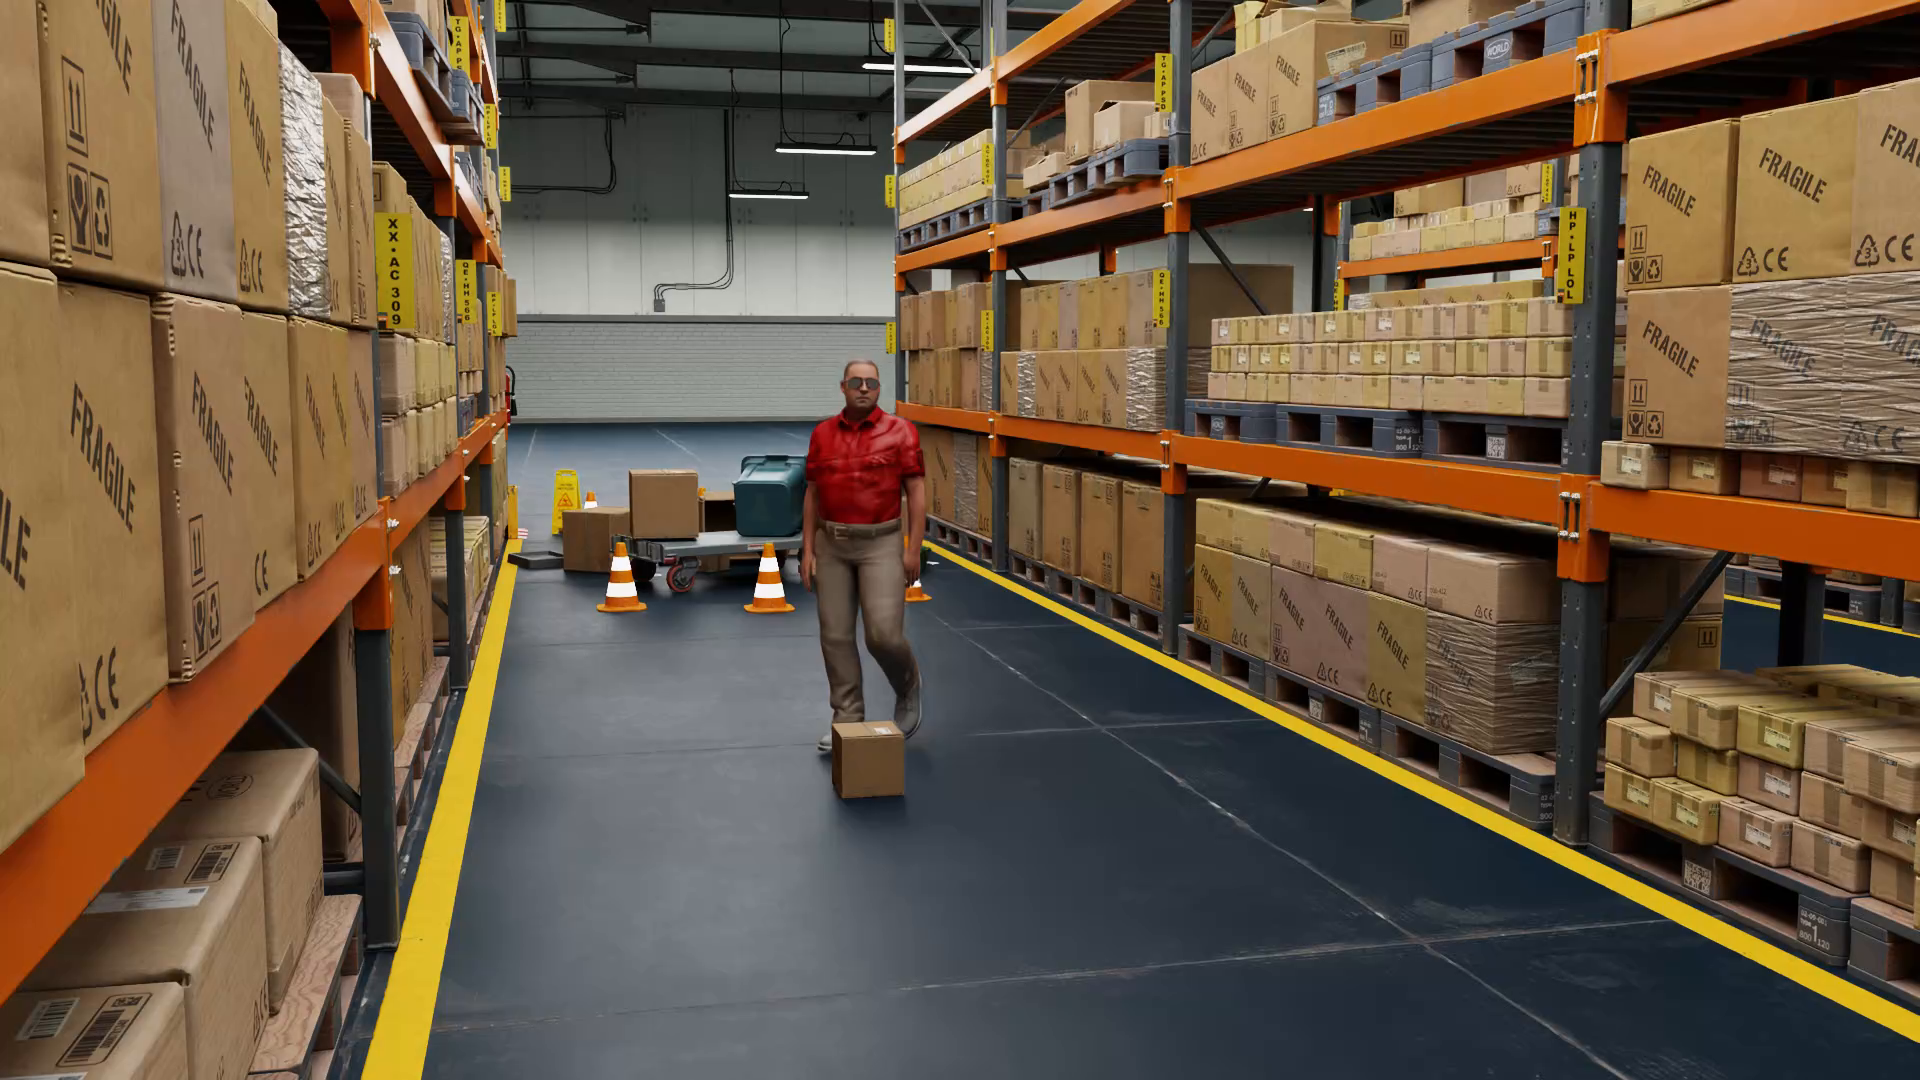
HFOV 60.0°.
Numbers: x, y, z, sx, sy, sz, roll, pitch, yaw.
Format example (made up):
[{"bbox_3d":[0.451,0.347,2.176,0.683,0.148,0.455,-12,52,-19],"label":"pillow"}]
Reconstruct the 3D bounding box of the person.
[{"bbox_3d":[-0.425,0.055,7.364,0.550,1.714,0.553,2,6,19],"label":"person"}]
